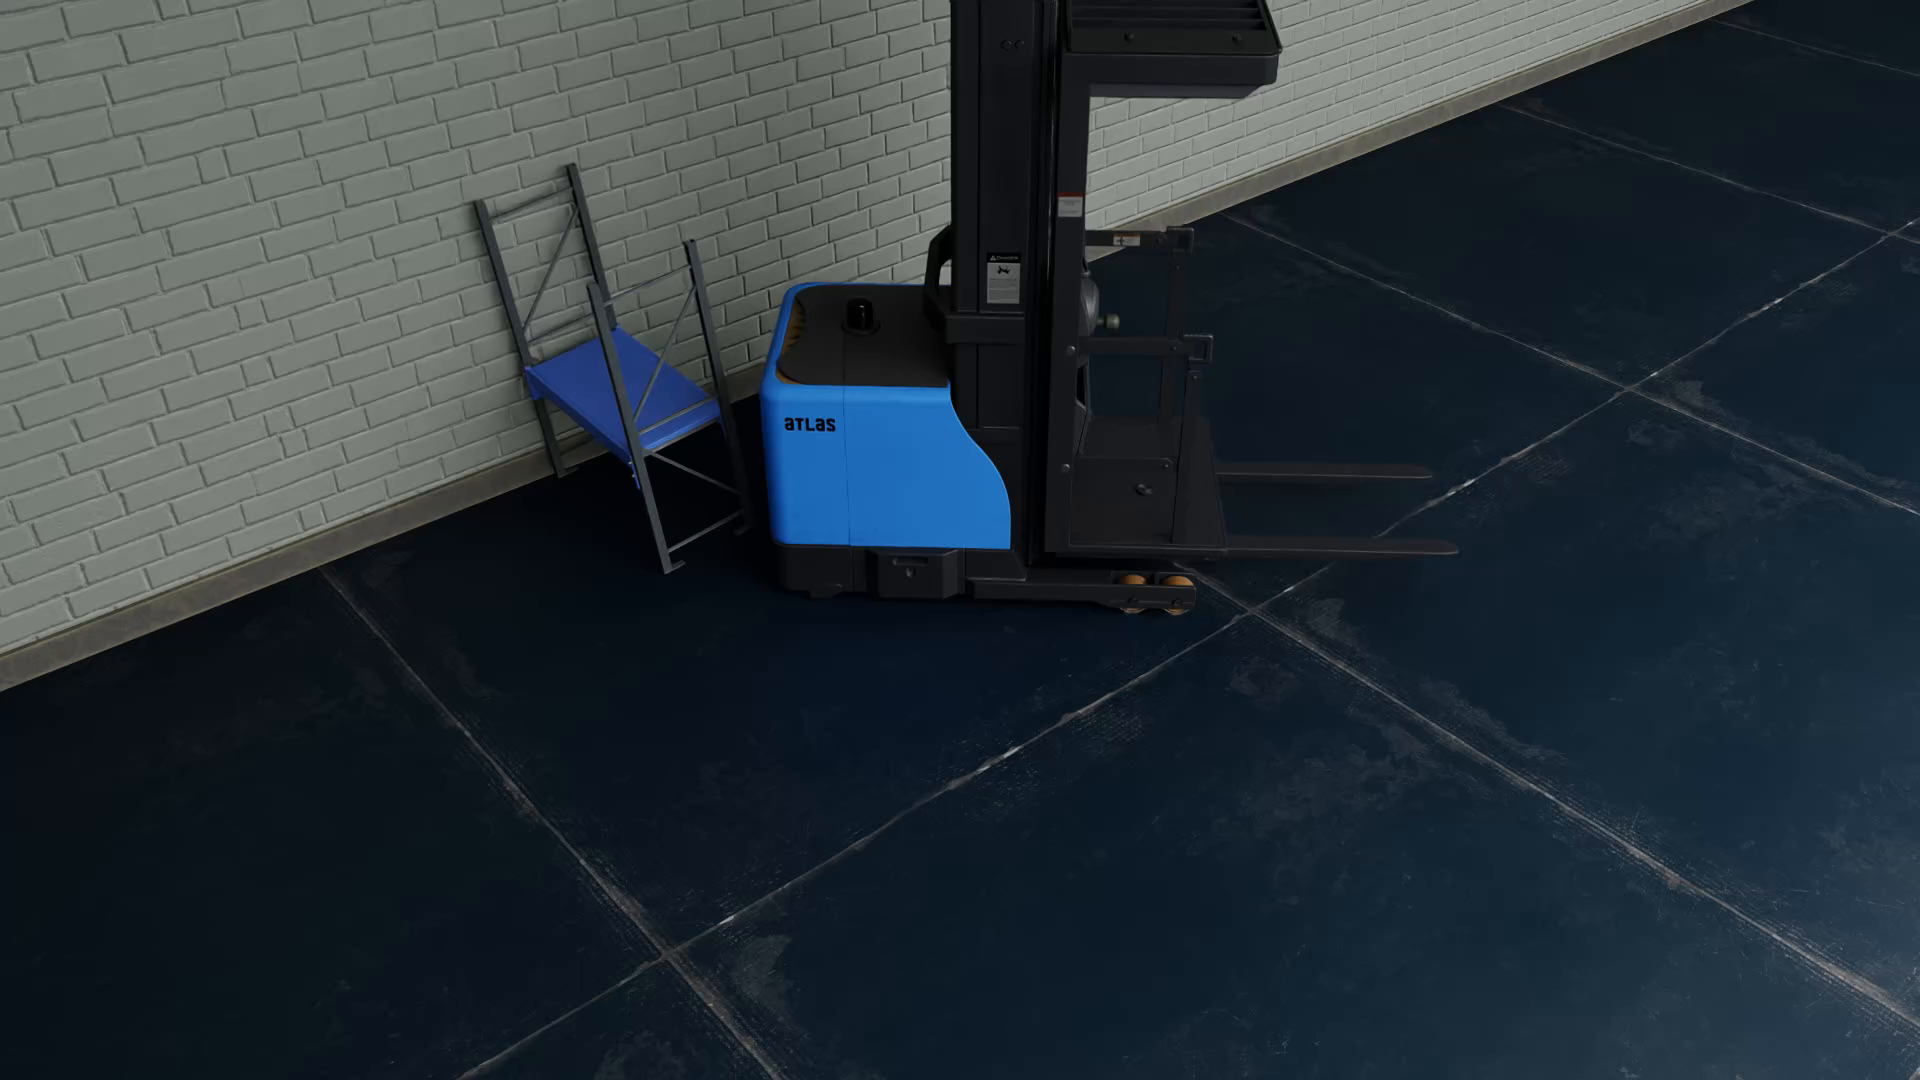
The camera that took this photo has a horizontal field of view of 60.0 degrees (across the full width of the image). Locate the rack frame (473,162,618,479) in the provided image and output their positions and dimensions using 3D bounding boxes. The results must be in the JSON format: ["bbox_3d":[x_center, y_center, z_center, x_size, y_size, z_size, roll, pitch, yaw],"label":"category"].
[{"bbox_3d":[-1.853,-0.997,7.816,0.500,1.500,0.032,-30,45,-26],"label":"rack frame"}]

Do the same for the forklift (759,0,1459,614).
[{"bbox_3d":[0.688,-1.187,6.890,3.031,2.935,1.130,1,35,2],"label":"forklift"}]

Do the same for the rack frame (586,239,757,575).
[{"bbox_3d":[-1.216,-0.539,7.169,0.500,1.500,0.032,-30,45,-26],"label":"rack frame"}]

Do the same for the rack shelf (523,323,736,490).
[{"bbox_3d":[-1.519,-0.630,7.606,0.538,0.185,1.000,-30,45,-26],"label":"rack shelf"}]

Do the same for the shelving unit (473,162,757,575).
[{"bbox_3d":[-1.534,-0.768,7.492,0.538,1.500,1.048,-30,45,-26],"label":"shelving unit"}]
